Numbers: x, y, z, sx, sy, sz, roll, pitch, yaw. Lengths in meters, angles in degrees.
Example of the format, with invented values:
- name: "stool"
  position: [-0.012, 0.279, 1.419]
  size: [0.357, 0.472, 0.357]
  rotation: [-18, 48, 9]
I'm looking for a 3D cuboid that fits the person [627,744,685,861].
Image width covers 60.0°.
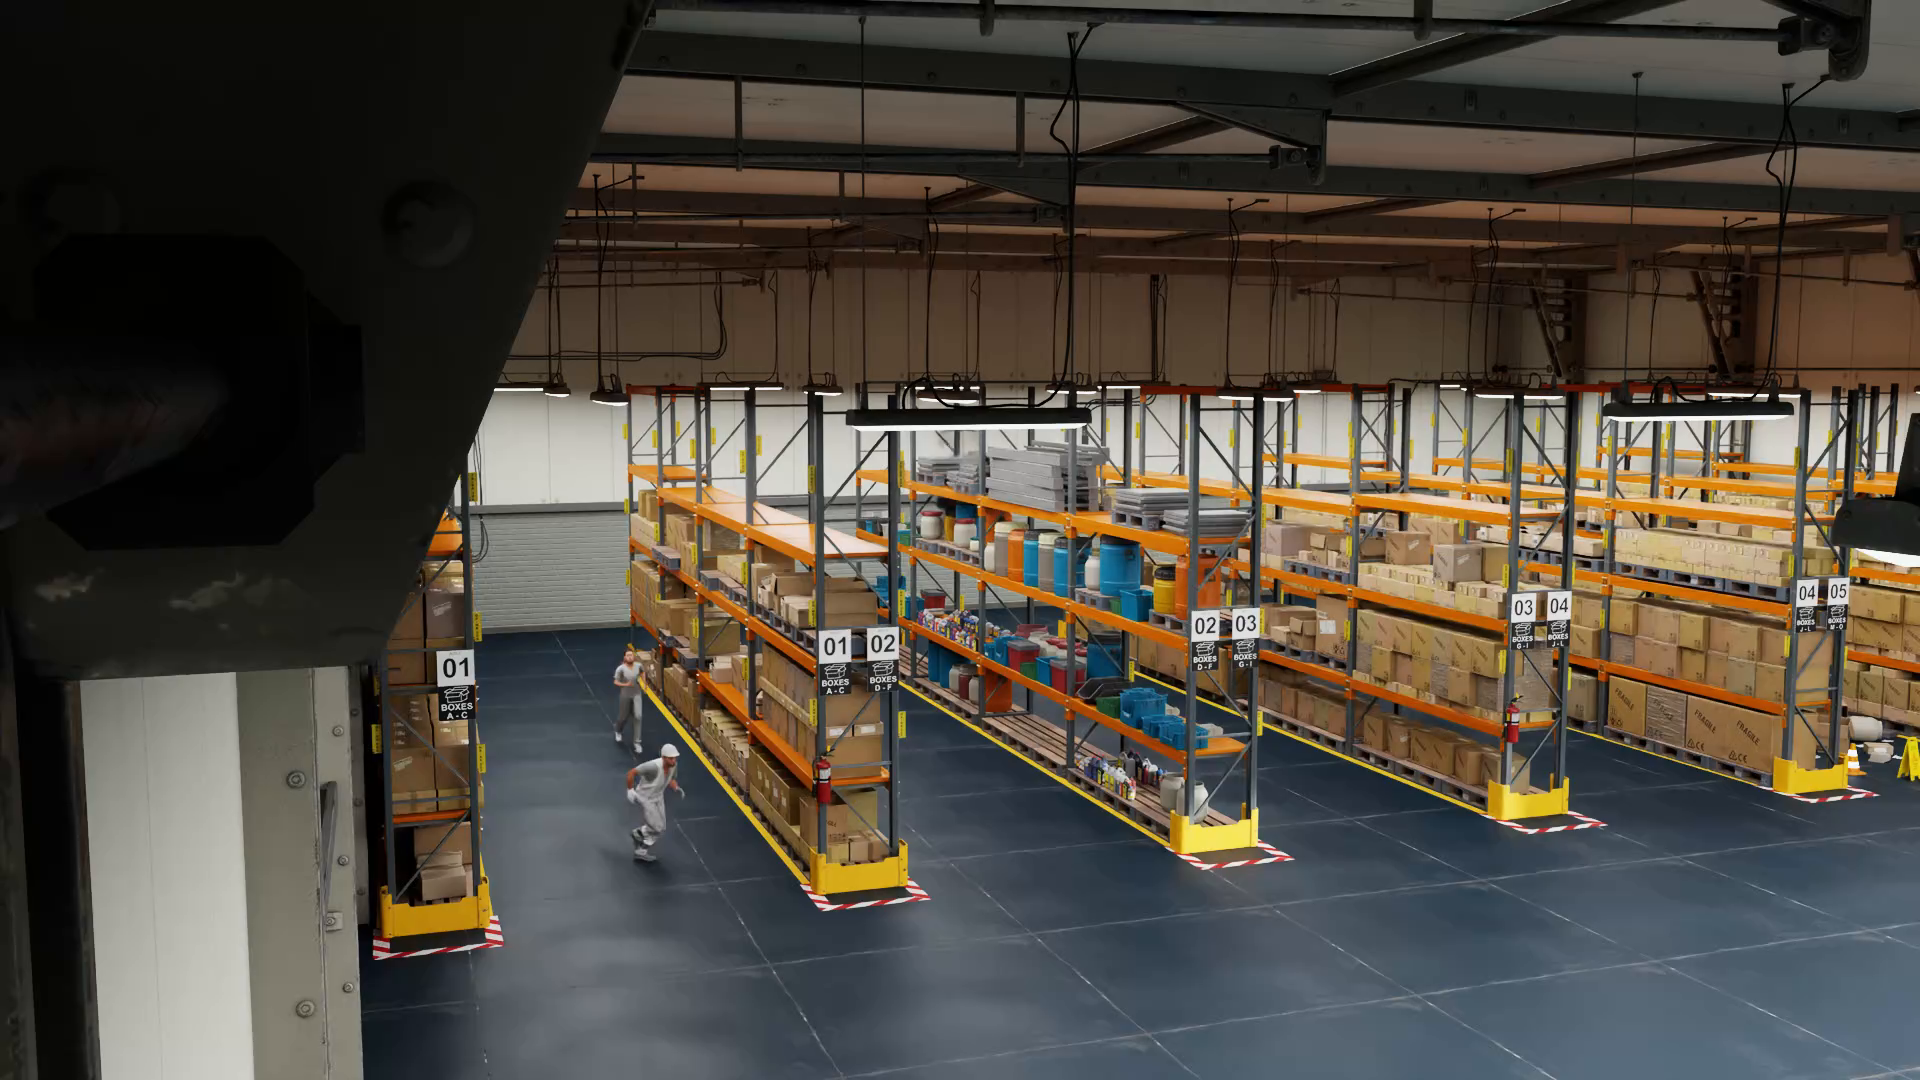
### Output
- name: "person"
  position: [-3.906, 3.360, 21.198]
  size: [0.828, 1.590, 0.693]
  rotation: [4, 7, 33]

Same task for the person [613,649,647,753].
- name: "person"
  position: [-5.510, 2.635, 27.755]
  size: [0.575, 1.693, 0.959]
  rotation: [-3, 6, -25]
